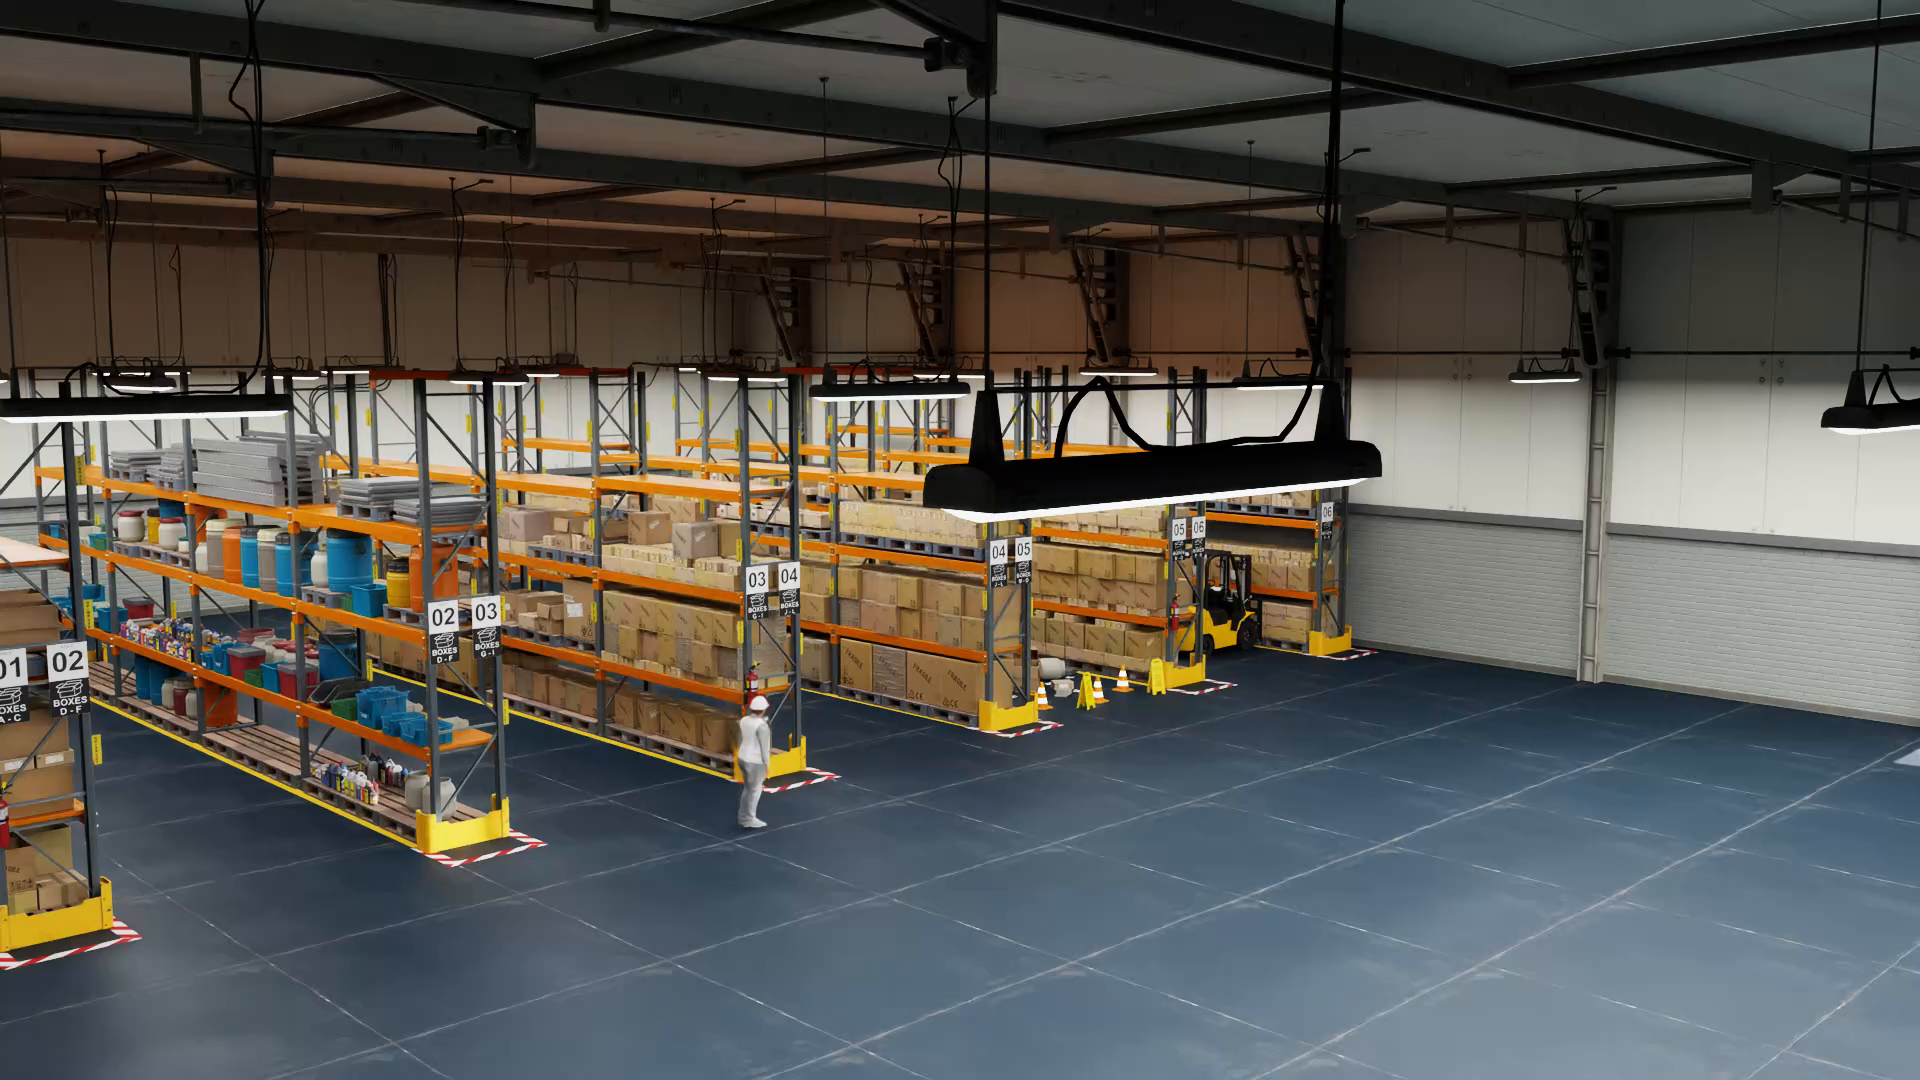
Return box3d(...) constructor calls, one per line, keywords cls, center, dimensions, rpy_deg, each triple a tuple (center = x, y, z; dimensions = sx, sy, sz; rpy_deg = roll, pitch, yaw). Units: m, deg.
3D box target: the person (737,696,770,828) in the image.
box3d(cls="person", center=(-2.733, 2.952, 22.195), dimensions=(0.427, 1.769, 0.568), rpy_deg=(-4, 8, -34))
